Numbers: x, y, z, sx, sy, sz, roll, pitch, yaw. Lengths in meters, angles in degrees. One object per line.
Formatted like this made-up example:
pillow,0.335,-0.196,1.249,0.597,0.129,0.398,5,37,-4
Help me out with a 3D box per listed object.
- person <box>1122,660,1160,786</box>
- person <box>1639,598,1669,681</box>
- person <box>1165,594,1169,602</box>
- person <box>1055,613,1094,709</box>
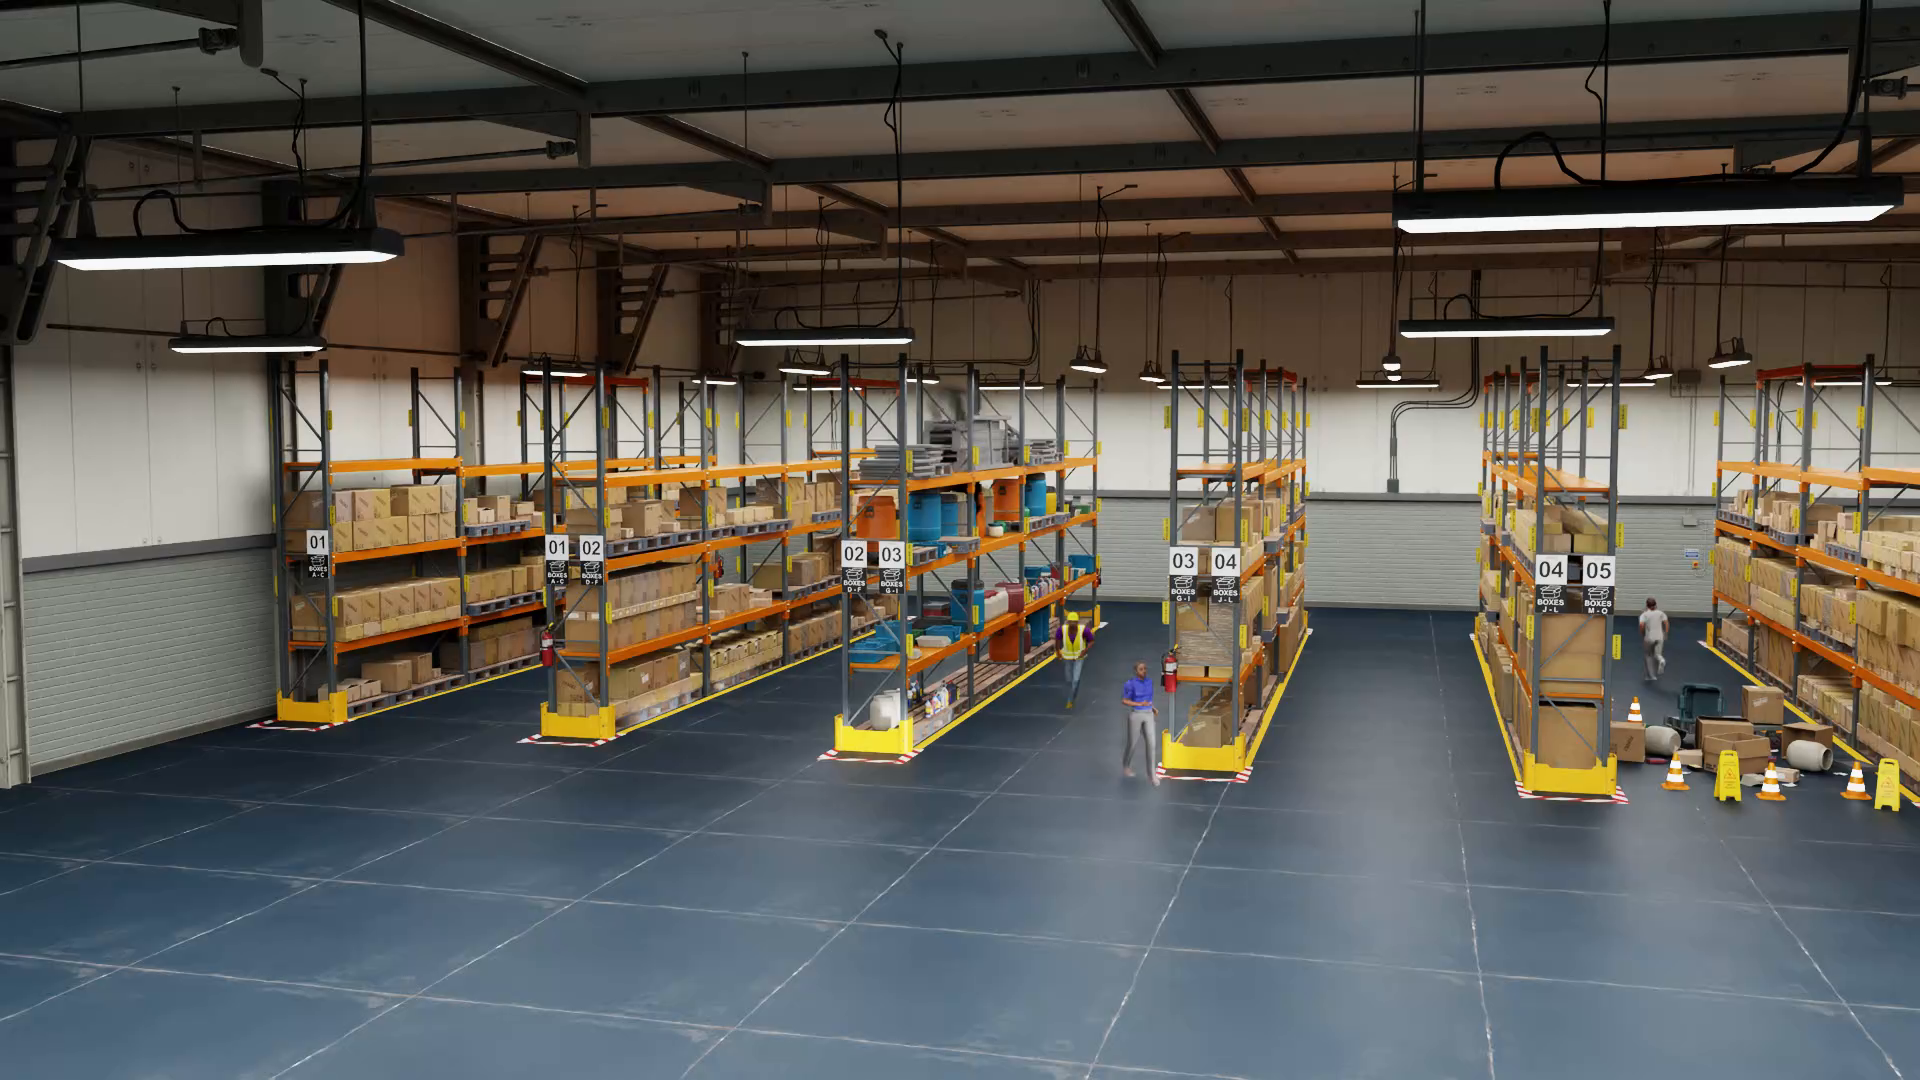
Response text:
person,2.490,2.498,23.013,0.570,1.677,0.818,-1,4,-20
person,13.241,1.936,31.702,0.573,1.647,0.835,0,4,3
person,4.603,1.635,34.935,0.665,1.741,0.587,2,4,21
person,2.002,2.087,29.114,0.697,1.693,0.839,0,4,7
